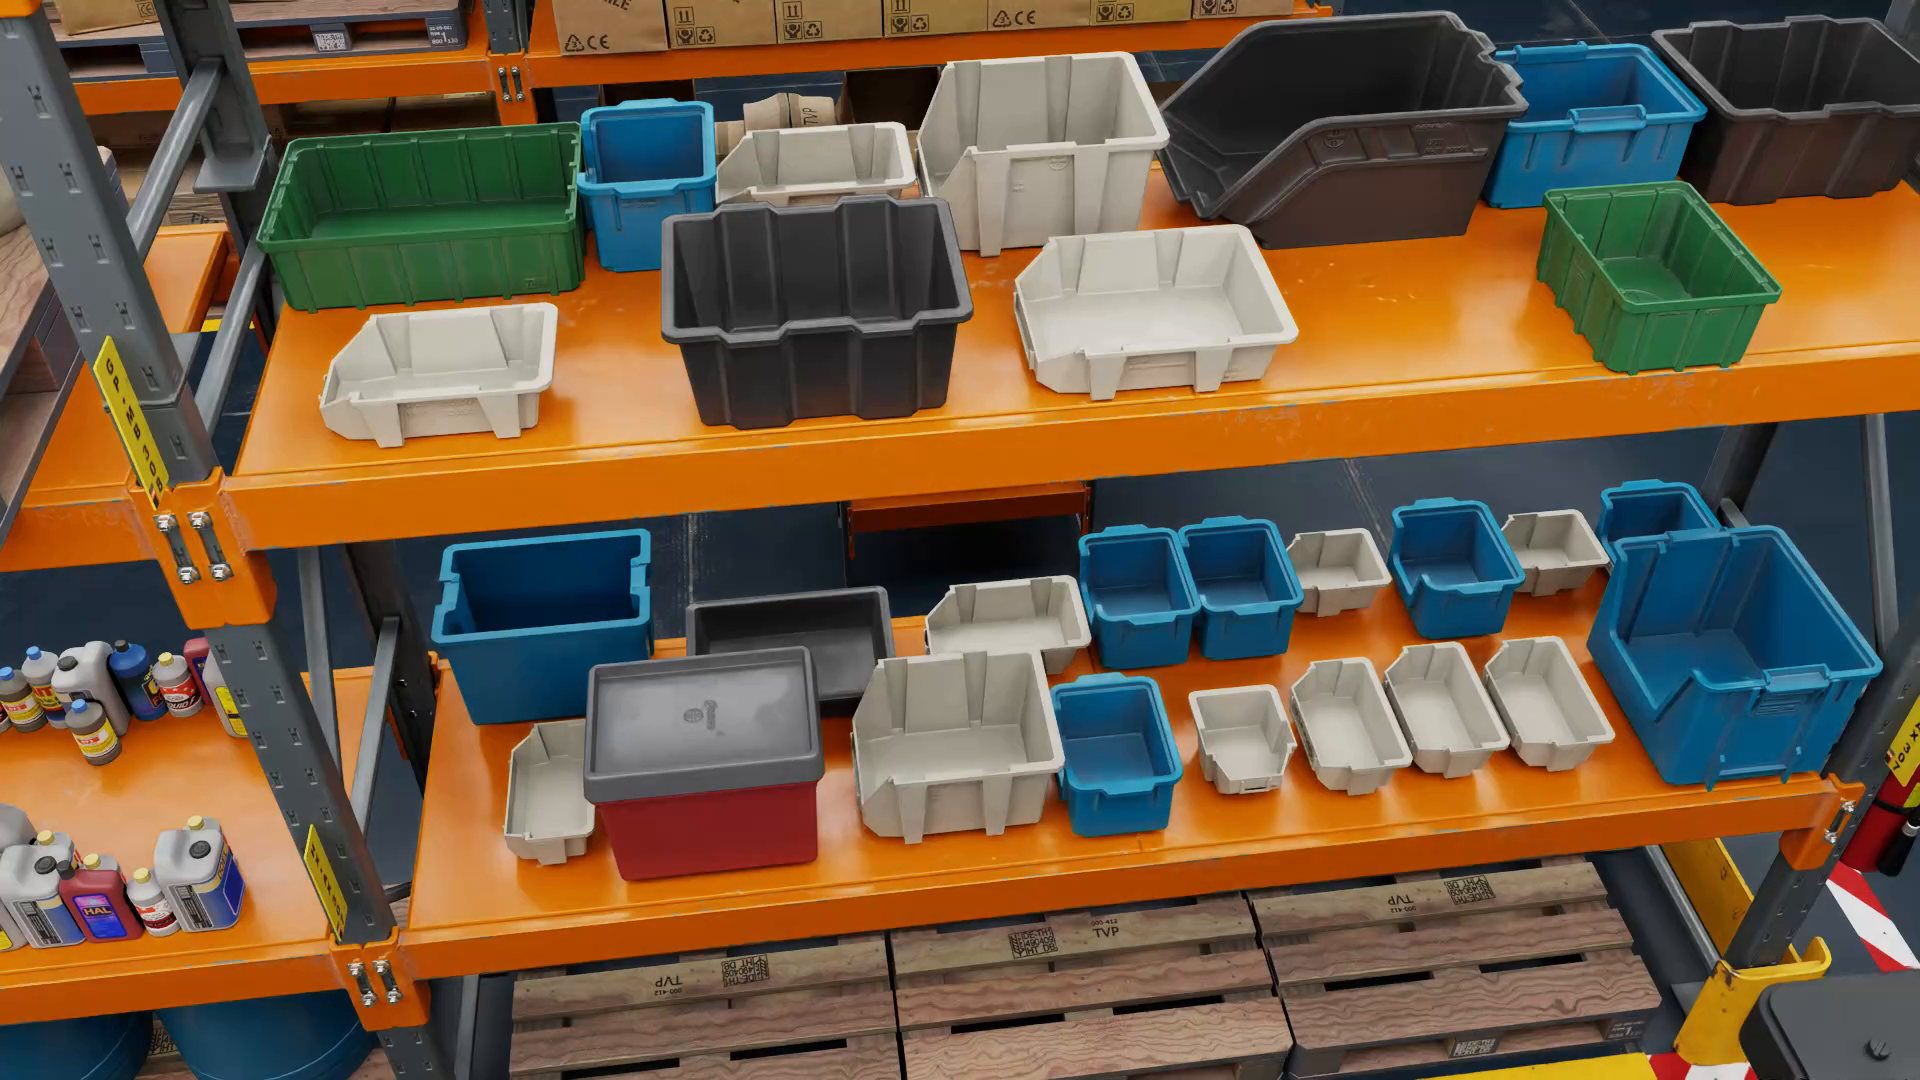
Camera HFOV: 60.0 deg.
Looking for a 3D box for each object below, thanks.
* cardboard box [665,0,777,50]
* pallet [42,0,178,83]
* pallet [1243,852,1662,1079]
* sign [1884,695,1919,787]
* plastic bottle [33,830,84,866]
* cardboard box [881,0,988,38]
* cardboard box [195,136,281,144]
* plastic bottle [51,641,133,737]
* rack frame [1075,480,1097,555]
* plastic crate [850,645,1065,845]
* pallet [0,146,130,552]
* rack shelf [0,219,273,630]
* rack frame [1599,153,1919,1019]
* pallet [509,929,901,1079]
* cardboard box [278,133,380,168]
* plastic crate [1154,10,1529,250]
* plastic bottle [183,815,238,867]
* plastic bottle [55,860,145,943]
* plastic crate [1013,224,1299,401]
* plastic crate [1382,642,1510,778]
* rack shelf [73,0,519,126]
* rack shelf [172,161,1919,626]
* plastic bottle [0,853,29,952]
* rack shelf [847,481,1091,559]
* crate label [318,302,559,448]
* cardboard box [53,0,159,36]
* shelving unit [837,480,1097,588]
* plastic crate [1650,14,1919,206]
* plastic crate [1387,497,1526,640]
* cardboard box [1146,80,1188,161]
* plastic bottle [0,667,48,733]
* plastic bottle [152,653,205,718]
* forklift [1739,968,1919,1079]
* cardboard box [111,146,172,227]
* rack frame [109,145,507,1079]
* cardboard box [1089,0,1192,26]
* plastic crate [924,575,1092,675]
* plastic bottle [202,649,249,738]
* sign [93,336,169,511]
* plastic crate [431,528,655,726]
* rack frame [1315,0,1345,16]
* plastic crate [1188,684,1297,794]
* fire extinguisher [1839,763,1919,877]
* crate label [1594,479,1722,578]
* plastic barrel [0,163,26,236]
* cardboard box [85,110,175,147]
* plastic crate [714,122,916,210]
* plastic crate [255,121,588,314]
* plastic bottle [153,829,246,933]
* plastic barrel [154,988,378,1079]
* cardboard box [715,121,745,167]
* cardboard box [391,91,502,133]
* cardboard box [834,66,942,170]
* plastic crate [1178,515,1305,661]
[{"bbox_3d":[-1.149,-2.692,7.920,0.500,0.500,0.500,-4,42,-5],"label":"cardboard box"},{"bbox_3d":[-4.235,-2.498,7.923,1.213,0.211,1.003,-5,42,-6],"label":"pallet"},{"bbox_3d":[1.585,1.279,5.674,1.213,0.211,1.003,-5,42,-6],"label":"pallet"},{"bbox_3d":[2.495,0.501,4.333,0.005,0.325,0.100,-5,42,-6],"label":"sign"},{"bbox_3d":[-2.304,0.819,4.251,0.097,0.201,0.097,0,42,0],"label":"plastic bottle"},{"bbox_3d":[-0.148,-2.779,8.016,0.500,0.500,0.500,-6,42,-6],"label":"cardboard box"},{"bbox_3d":[-3.732,-2.007,8.774,0.500,0.500,0.500,-5,42,-5],"label":"cardboard box"},{"bbox_3d":[-2.429,0.410,4.648,0.135,0.276,0.152,-5,42,-6],"label":"plastic bottle"},{"bbox_3d":[0.511,-0.462,6.923,0.032,1.125,0.500,-5,42,-6],"label":"rack frame"},{"bbox_3d":[-0.020,0.557,4.437,0.530,0.282,0.437,-5,42,-6],"label":"plastic crate"},{"bbox_3d":[-2.323,-0.365,3.317,1.003,0.211,1.213,-5,42,-6],"label":"pallet"},{"bbox_3d":[-3.541,-0.128,3.450,4.000,0.370,1.077,-5,42,-6],"label":"rack shelf"},{"bbox_3d":[2.408,0.198,4.791,0.127,3.000,1.000,-5,42,-6],"label":"rack frame"},{"bbox_3d":[-0.834,1.491,5.439,1.213,0.211,1.003,-5,42,-6],"label":"pallet"},{"bbox_3d":[-3.140,-1.709,8.443,0.500,0.500,0.500,-5,42,-5],"label":"cardboard box"},{"bbox_3d":[0.857,-0.943,3.862,0.767,0.338,0.504,-5,42,-6],"label":"plastic crate"},{"bbox_3d":[-1.942,0.787,4.286,0.097,0.201,0.097,0,42,0],"label":"plastic bottle"},{"bbox_3d":[-2.131,0.888,4.113,0.133,0.283,0.061,-5,42,-6],"label":"plastic bottle"},{"bbox_3d":[0.391,-0.474,3.493,0.530,0.136,0.437,-5,42,-6],"label":"plastic crate"},{"bbox_3d":[1.334,0.480,4.630,0.243,0.136,0.396,-5,42,-6],"label":"plastic crate"},{"bbox_3d":[-4.180,-2.304,8.102,4.000,0.370,1.077,-5,42,-6],"label":"rack shelf"},{"bbox_3d":[0.425,-0.475,3.835,4.000,0.370,1.077,-5,42,-6],"label":"rack shelf"},{"bbox_3d":[-2.427,0.861,4.093,0.185,0.351,0.144,-5,42,-6],"label":"plastic bottle"},{"bbox_3d":[0.007,-0.237,7.038,1.000,0.278,0.538,-5,42,-6],"label":"rack shelf"},{"bbox_3d":[-1.036,-0.321,3.324,0.466,0.136,0.293,-5,42,-6],"label":"crate label"},{"bbox_3d":[-3.941,-2.743,7.664,0.500,0.500,0.700,-15,44,-16],"label":"cardboard box"},{"bbox_3d":[0.007,-0.418,6.874,1.048,1.125,0.538,-5,42,-6],"label":"shelving unit"},{"bbox_3d":[1.990,-1.019,3.998,0.590,0.269,0.497,-5,42,-6],"label":"plastic crate"},{"bbox_3d":[1.468,0.098,4.982,0.300,0.233,0.416,-5,42,-6],"label":"plastic crate"},{"bbox_3d":[1.262,-2.116,8.895,0.500,0.500,0.500,-5,42,-6],"label":"cardboard box"},{"bbox_3d":[-2.644,0.438,4.673,0.097,0.201,0.097,0,42,0],"label":"plastic bottle"},{"bbox_3d":[-2.221,0.401,4.714,0.097,0.201,0.097,0,42,0],"label":"plastic bottle"},{"bbox_3d":[1.812,1.815,3.050,3.031,2.935,1.130,-5,42,-5],"label":"forklift"},{"bbox_3d":[-4.141,-1.620,8.345,0.500,0.500,0.500,-6,42,-7],"label":"cardboard box"},{"bbox_3d":[-1.558,0.545,4.406,0.127,3.000,1.000,-5,42,-6],"label":"rack frame"},{"bbox_3d":[0.847,-2.862,8.109,0.500,0.500,0.500,-5,42,-5],"label":"cardboard box"},{"bbox_3d":[0.129,0.270,4.863,0.466,0.136,0.293,-5,42,-6],"label":"plastic crate"},{"bbox_3d":[-1.989,0.382,4.623,0.185,0.351,0.144,-5,42,-6],"label":"plastic bottle"},{"bbox_3d":[-1.489,-0.206,2.993,0.005,0.325,0.100,-5,42,-6],"label":"sign"},{"bbox_3d":[-1.140,0.262,4.687,0.575,0.384,0.392,-5,42,-6],"label":"plastic crate"},{"bbox_3d":[1.769,-3.092,8.438,0.127,3.000,1.000,-5,42,-6],"label":"rack frame"},{"bbox_3d":[0.770,0.559,4.543,0.250,0.136,0.298,-5,42,-6],"label":"plastic crate"},{"bbox_3d":[2.616,0.654,4.622,0.183,0.674,0.296,-5,42,-6],"label":"fire extinguisher"},{"bbox_3d":[2.121,0.041,5.046,0.303,0.233,0.416,-5,42,-6],"label":"crate label"},{"bbox_3d":[-2.113,-0.896,3.349,0.433,0.535,0.433,0,42,0],"label":"plastic barrel"},{"bbox_3d":[-4.197,-2.247,8.480,0.500,0.250,0.500,-6,42,-6],"label":"cardboard box"},{"bbox_3d":[-0.346,-0.834,3.892,0.466,0.136,0.293,-5,42,-6],"label":"plastic crate"},{"bbox_3d":[-1.177,-0.727,3.735,0.662,0.188,0.450,-5,42,-6],"label":"plastic crate"},{"bbox_3d":[-1.907,0.840,4.171,0.135,0.276,0.152,-5,42,-6],"label":"plastic bottle"},{"bbox_3d":[-2.100,1.205,4.928,0.708,0.901,0.600,-5,42,-6],"label":"plastic barrel"},{"bbox_3d":[-1.305,-2.160,9.205,0.250,0.149,0.380,-5,42,-6],"label":"cardboard box"},{"bbox_3d":[-2.708,-2.100,8.876,0.500,0.500,0.500,-7,42,-7],"label":"cardboard box"},{"bbox_3d":[-0.335,-2.148,8.927,0.637,0.503,0.797,-5,42,-6],"label":"cardboard box"},{"bbox_3d":[0.815,0.155,4.919,0.300,0.233,0.416,-5,42,-6],"label":"plastic crate"}]
